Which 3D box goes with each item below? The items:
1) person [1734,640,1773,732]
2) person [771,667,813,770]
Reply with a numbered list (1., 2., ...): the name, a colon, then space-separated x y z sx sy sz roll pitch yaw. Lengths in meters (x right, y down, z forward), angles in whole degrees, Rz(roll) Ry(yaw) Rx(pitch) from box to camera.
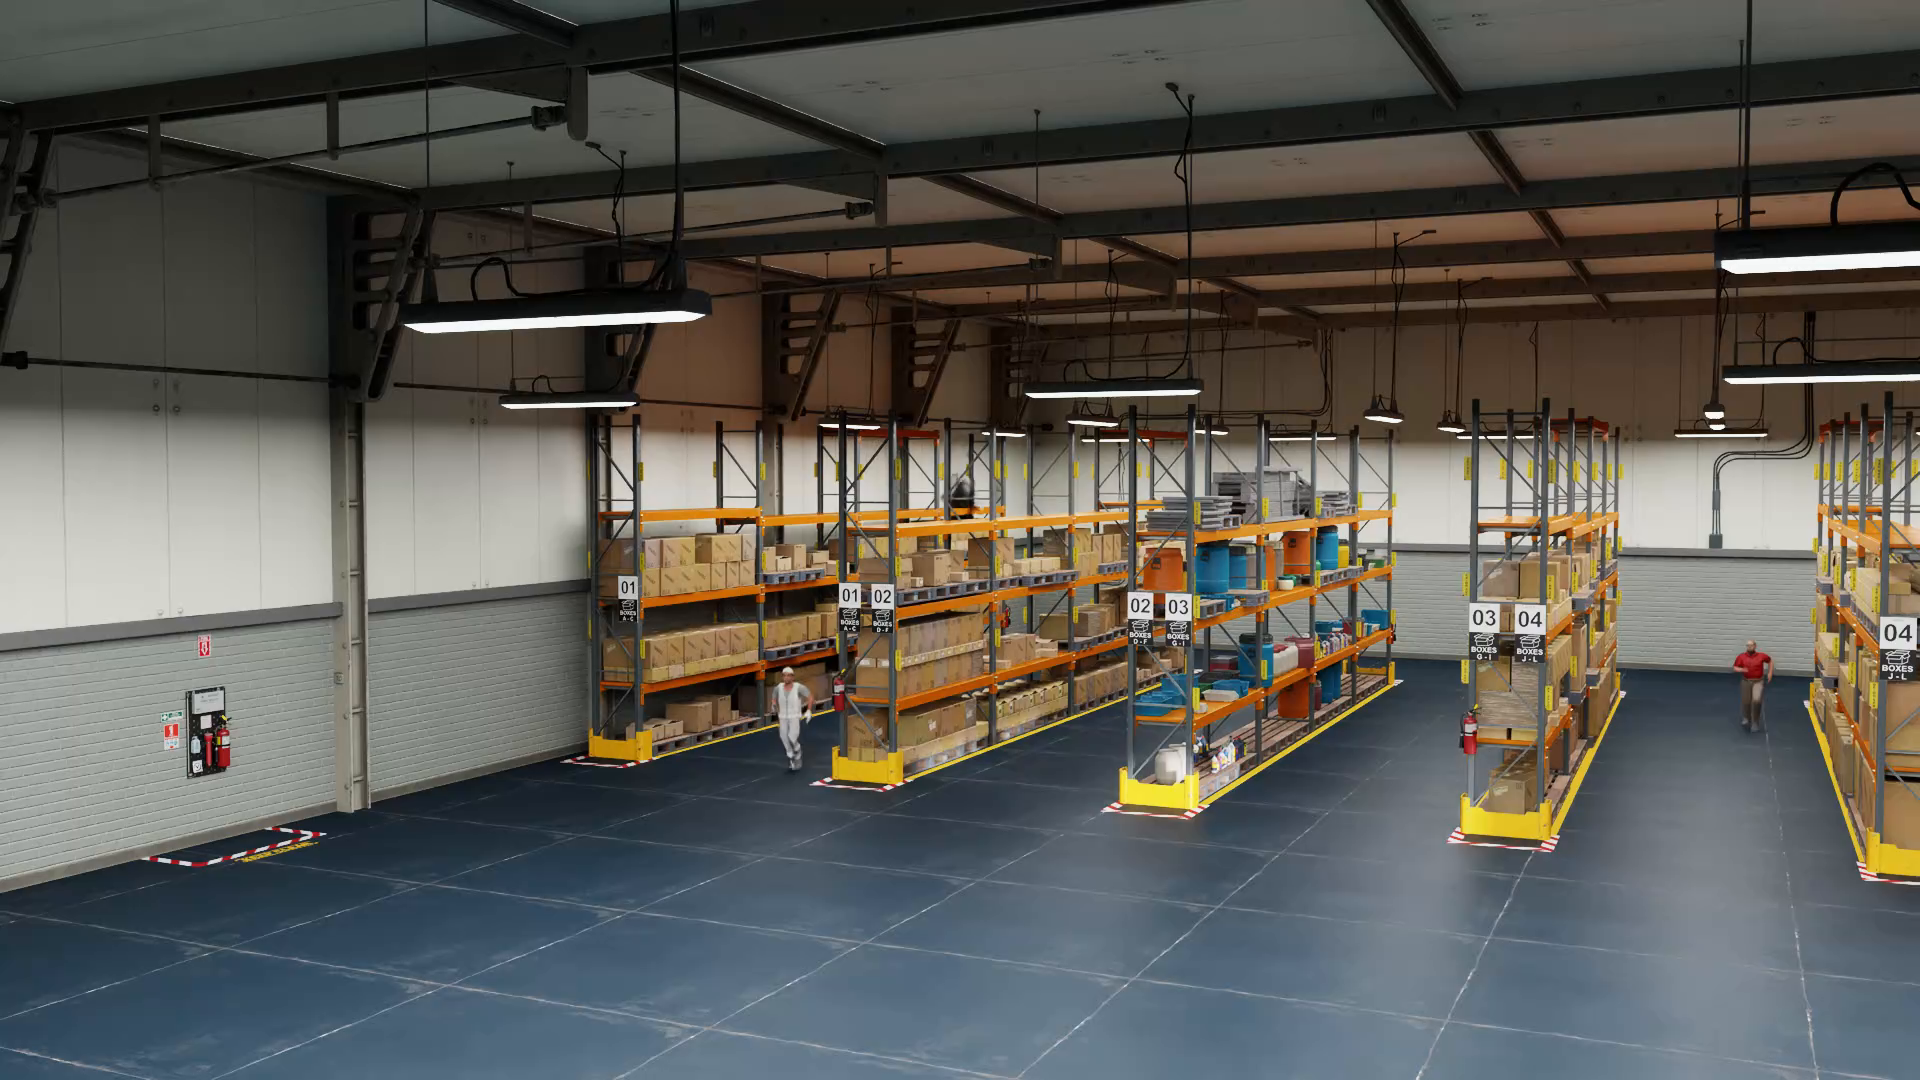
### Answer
1. person: 15.358 2.828 32.215 0.673 1.779 0.913 1 3 31
2. person: -2.831 2.980 27.657 0.677 1.735 0.702 1 2 14
